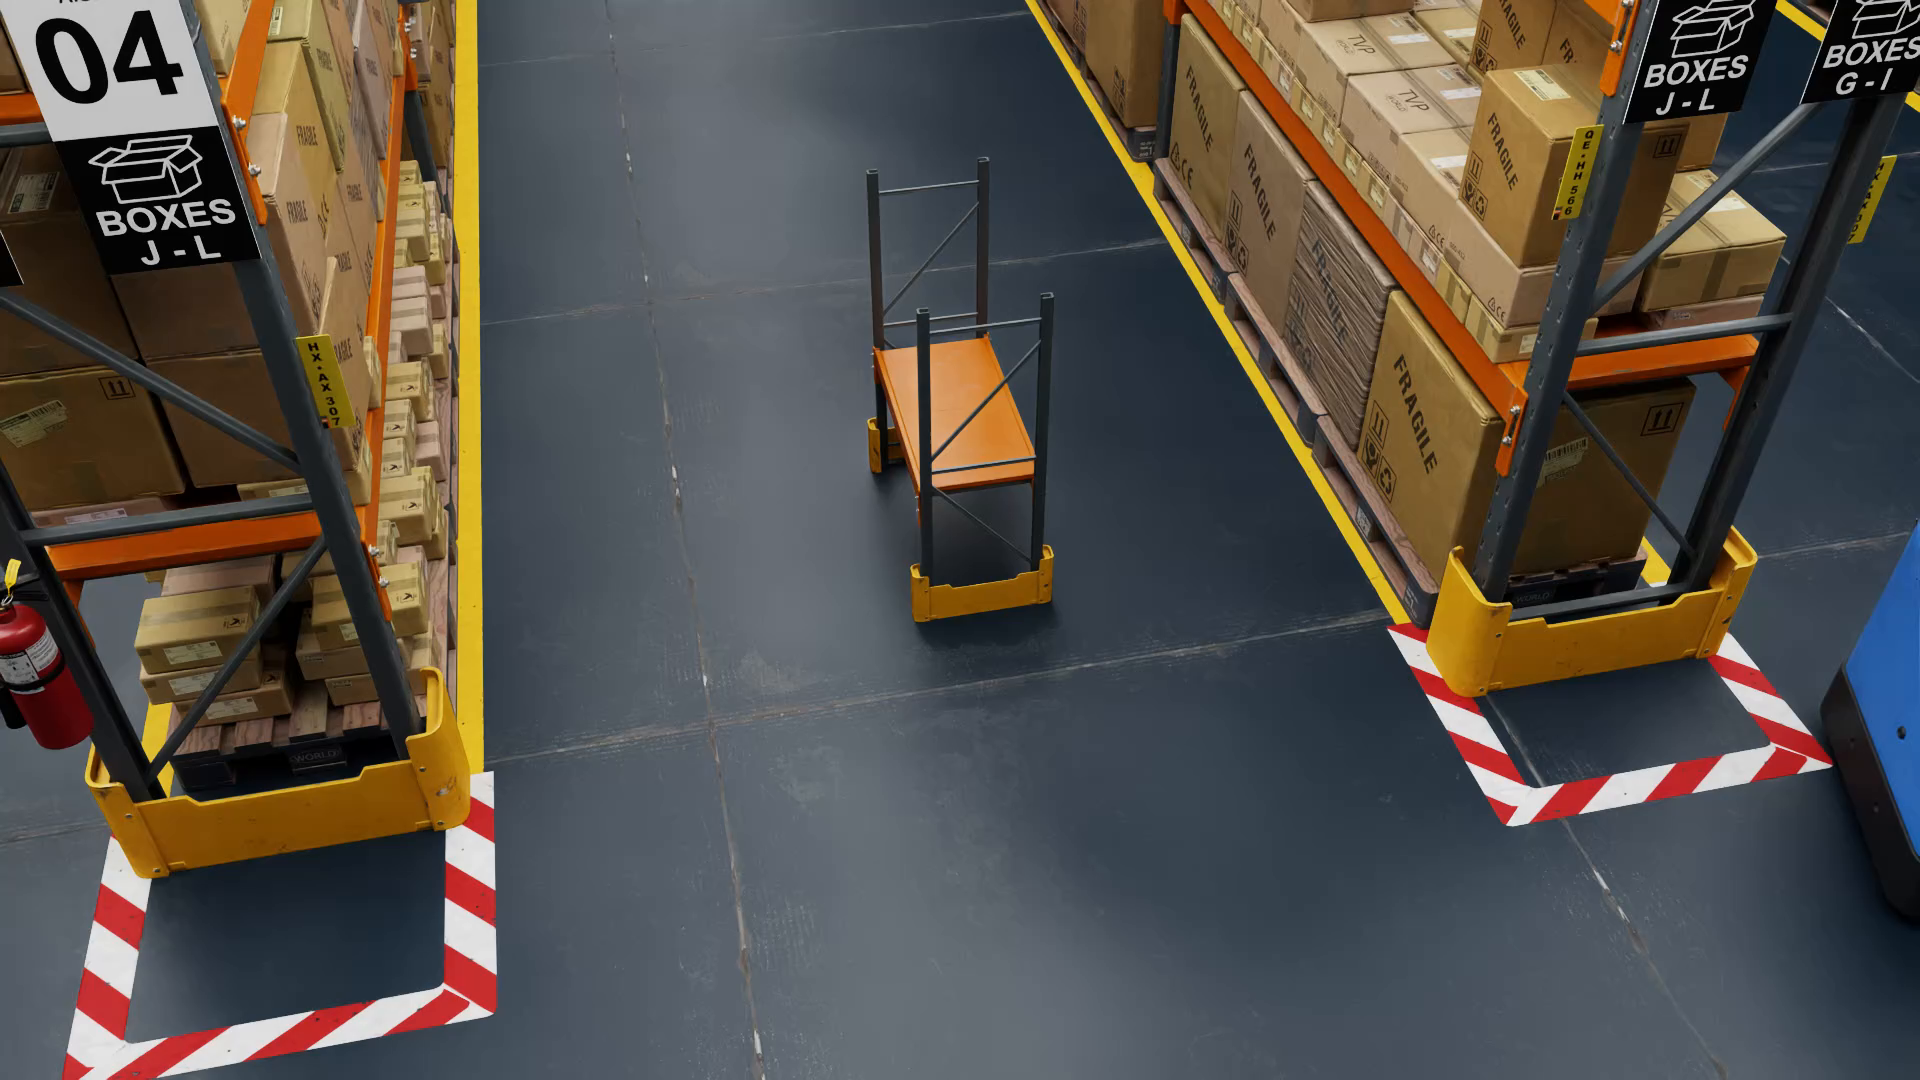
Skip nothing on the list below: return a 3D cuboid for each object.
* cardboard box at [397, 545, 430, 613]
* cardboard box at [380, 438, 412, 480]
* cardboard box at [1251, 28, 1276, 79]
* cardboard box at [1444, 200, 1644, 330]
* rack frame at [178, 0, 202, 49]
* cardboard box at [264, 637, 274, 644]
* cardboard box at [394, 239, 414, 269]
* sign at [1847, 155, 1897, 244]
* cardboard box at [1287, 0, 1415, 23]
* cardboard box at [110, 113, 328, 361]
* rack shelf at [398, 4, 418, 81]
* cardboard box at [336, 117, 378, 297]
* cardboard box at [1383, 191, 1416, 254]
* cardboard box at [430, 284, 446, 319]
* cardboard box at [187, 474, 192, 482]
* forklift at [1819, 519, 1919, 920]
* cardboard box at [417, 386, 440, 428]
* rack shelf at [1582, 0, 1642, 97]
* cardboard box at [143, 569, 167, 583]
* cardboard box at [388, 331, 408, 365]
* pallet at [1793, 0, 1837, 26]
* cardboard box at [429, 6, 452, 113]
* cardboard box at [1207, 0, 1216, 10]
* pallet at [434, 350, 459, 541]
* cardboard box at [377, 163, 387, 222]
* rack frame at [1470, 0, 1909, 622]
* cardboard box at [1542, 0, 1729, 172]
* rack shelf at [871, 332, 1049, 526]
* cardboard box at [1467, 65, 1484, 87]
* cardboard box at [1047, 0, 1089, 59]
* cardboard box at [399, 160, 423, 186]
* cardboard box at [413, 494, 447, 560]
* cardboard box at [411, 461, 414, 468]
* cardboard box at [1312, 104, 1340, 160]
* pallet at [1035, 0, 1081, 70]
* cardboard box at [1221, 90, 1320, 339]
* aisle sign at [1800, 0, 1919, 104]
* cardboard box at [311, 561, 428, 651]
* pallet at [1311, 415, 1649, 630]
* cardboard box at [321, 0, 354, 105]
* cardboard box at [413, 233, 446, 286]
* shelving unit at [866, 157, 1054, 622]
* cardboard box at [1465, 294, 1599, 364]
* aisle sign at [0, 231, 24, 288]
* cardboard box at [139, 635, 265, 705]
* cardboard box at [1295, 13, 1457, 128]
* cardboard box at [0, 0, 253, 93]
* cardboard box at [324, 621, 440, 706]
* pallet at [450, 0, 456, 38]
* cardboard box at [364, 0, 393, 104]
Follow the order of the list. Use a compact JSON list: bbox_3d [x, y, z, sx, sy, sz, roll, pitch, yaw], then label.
[{"bbox_3d":[-2.249,0.178,6.397,0.380,0.149,0.250,-9,42,-9],"label":"cardboard box"},{"bbox_3d":[-2.405,-0.251,6.656,0.380,0.149,0.250,-10,43,-11],"label":"cardboard box"},{"bbox_3d":[1.586,-2.285,7.754,0.380,0.149,0.250,-9,42,-10],"label":"cardboard box"},{"bbox_3d":[2.118,-1.034,6.044,0.500,0.250,0.500,-9,42,-10],"label":"cardboard box"},{"bbox_3d":[-2.383,-2.301,3.064,1.000,3.000,0.127,-8,42,-9],"label":"rack frame"},{"bbox_3d":[-2.854,0.388,6.384,0.380,0.149,0.250,-7,42,-8],"label":"cardboard box"},{"bbox_3d":[-2.781,-1.271,7.805,0.380,0.149,0.250,-7,42,-8],"label":"cardboard box"},{"bbox_3d":[3.025,-1.132,5.554,0.100,0.325,0.005,-8,42,-9],"label":"sign"},{"bbox_3d":[1.688,-2.627,7.274,0.500,0.500,0.500,-10,42,-11],"label":"cardboard box"},{"bbox_3d":[-2.220,-0.909,4.962,0.500,0.500,0.500,-9,42,-10],"label":"cardboard box"},{"bbox_3d":[-3.678,-3.678,9.675,1.077,0.370,4.000,-8,42,-9],"label":"rack shelf"},{"bbox_3d":[-2.444,-1.199,6.042,0.500,0.500,0.500,-8,42,-9],"label":"cardboard box"},{"bbox_3d":[1.920,-1.286,6.629,0.380,0.149,0.250,-8,42,-9],"label":"cardboard box"},{"bbox_3d":[-2.734,-1.193,8.166,0.380,0.149,0.250,-10,43,-11],"label":"cardboard box"},{"bbox_3d":[-2.746,-0.301,5.519,0.380,0.149,0.250,-8,42,-9],"label":"cardboard box"},{"bbox_3d":[4.758,0.024,5.015,3.031,2.935,1.130,5,42,5],"label":"forklift"},{"bbox_3d":[-2.530,-0.535,7.424,0.380,0.149,0.250,-8,42,-9],"label":"cardboard box"},{"bbox_3d":[2.050,-2.852,6.486,1.077,0.370,4.000,-8,42,-9],"label":"rack shelf"},{"bbox_3d":[-2.923,0.002,6.372,0.380,0.149,0.250,-9,42,-10],"label":"cardboard box"},{"bbox_3d":[-2.615,-0.759,7.228,0.380,0.149,0.250,-8,42,-9],"label":"cardboard box"},{"bbox_3d":[6.329,-3.468,10.998,1.003,0.211,1.213,-8,42,-9],"label":"pallet"},{"bbox_3d":[-3.262,-2.732,9.635,0.500,0.500,0.500,-7,42,-7],"label":"cardboard box"},{"bbox_3d":[1.415,-2.792,8.325,0.380,0.149,0.250,-10,43,-11],"label":"cardboard box"},{"bbox_3d":[-2.800,-0.385,7.524,1.003,0.211,1.213,-8,42,-9],"label":"pallet"},{"bbox_3d":[-2.548,-1.402,6.759,0.380,0.149,0.250,-8,42,-8],"label":"cardboard box"},{"bbox_3d":[2.482,-0.703,5.782,1.000,3.000,0.127,-8,42,-9],"label":"rack frame"},{"bbox_3d":[2.534,-1.712,6.243,0.500,0.500,0.500,-9,42,-10],"label":"cardboard box"},{"bbox_3d":[-0.018,-0.482,6.934,0.538,0.185,1.000,-8,42,-9],"label":"rack shelf"},{"bbox_3d":[2.419,-1.770,6.873,0.500,0.250,0.500,-10,43,-11],"label":"cardboard box"},{"bbox_3d":[1.267,-3.649,10.385,1.225,0.875,0.875,-10,43,-11],"label":"cardboard box"},{"bbox_3d":[-2.915,-1.770,8.368,0.380,0.149,0.250,-7,42,-8],"label":"cardboard box"},{"bbox_3d":[-2.328,-0.033,6.859,0.380,0.149,0.250,-8,42,-9],"label":"cardboard box"},{"bbox_3d":[-2.488,-0.308,6.944,0.380,0.149,0.250,-10,43,-11],"label":"cardboard box"},{"bbox_3d":[1.754,-1.783,7.189,0.380,0.149,0.250,-8,42,-8],"label":"cardboard box"},{"bbox_3d":[1.112,-3.534,11.073,1.003,0.211,1.213,-8,42,-9],"label":"pallet"},{"bbox_3d":[1.877,-1.635,8.117,0.875,0.875,0.875,-8,42,-9],"label":"cardboard box"},{"bbox_3d":[2.791,-1.671,4.915,0.394,0.787,0.004,-8,42,-9],"label":"aisle sign"},{"bbox_3d":[-2.164,0.241,6.102,0.380,0.149,0.250,-10,43,-11],"label":"cardboard box"},{"bbox_3d":[2.233,-0.167,7.279,1.003,0.211,1.213,-8,42,-9],"label":"pallet"},{"bbox_3d":[-2.539,-1.905,6.084,0.500,0.500,0.500,-10,42,-11],"label":"cardboard box"},{"bbox_3d":[-2.722,-1.349,8.117,0.380,0.149,0.250,-10,43,-11],"label":"cardboard box"},{"bbox_3d":[-0.016,-0.610,6.808,0.587,1.500,1.083,-8,42,-9],"label":"shelving unit"},{"bbox_3d":[2.084,-0.792,6.072,0.380,0.149,0.250,-8,42,-8],"label":"cardboard box"},{"bbox_3d":[-2.660,-0.939,4.090,0.394,0.787,0.004,-8,42,-9],"label":"aisle sign"},{"bbox_3d":[-2.775,0.439,6.103,0.380,0.149,0.250,-9,42,-10],"label":"cardboard box"},{"bbox_3d":[1.783,-2.030,7.166,0.500,0.250,0.500,-8,42,-9],"label":"cardboard box"},{"bbox_3d":[-2.230,-1.451,4.478,0.500,0.250,0.500,-7,42,-8],"label":"cardboard box"},{"bbox_3d":[-2.183,0.466,6.296,0.380,0.149,0.250,-8,42,-8],"label":"cardboard box"},{"bbox_3d":[-3.942,-3.694,11.252,1.003,0.211,1.213,-8,42,-9],"label":"pallet"},{"bbox_3d":[-2.755,-2.189,7.157,0.500,0.500,0.500,-9,42,-10],"label":"cardboard box"}]
